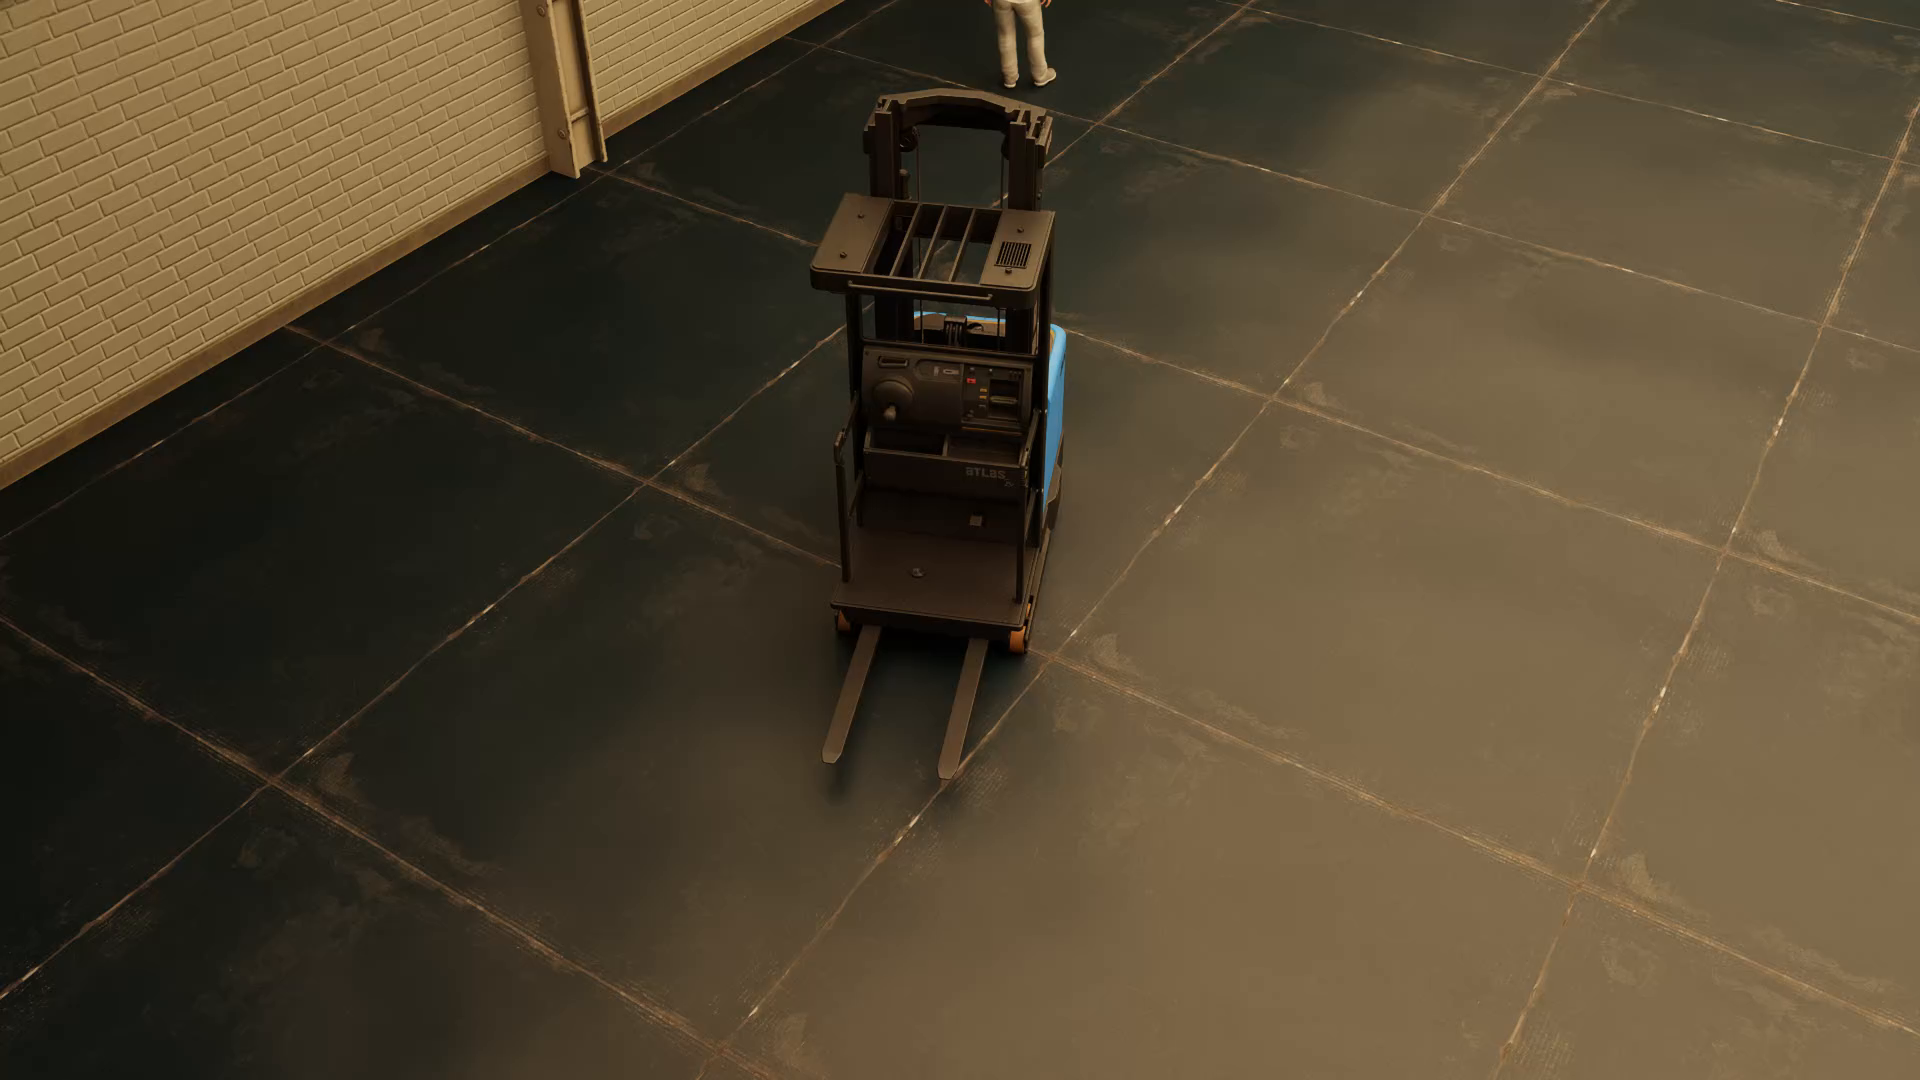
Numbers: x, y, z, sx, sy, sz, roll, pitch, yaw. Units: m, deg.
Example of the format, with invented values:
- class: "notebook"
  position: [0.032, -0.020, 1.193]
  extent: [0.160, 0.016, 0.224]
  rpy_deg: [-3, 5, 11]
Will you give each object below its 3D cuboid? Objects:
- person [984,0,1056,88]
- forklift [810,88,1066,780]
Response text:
- class: "person"
  position: [0.514, -4.835, 14.551]
  extent: [0.640, 1.781, 0.576]
  rpy_deg: [10, 41, 12]
- class: "forklift"
  position: [-0.108, -0.731, 8.830]
  extent: [1.130, 2.935, 3.031]
  rpy_deg: [7, 41, 8]
